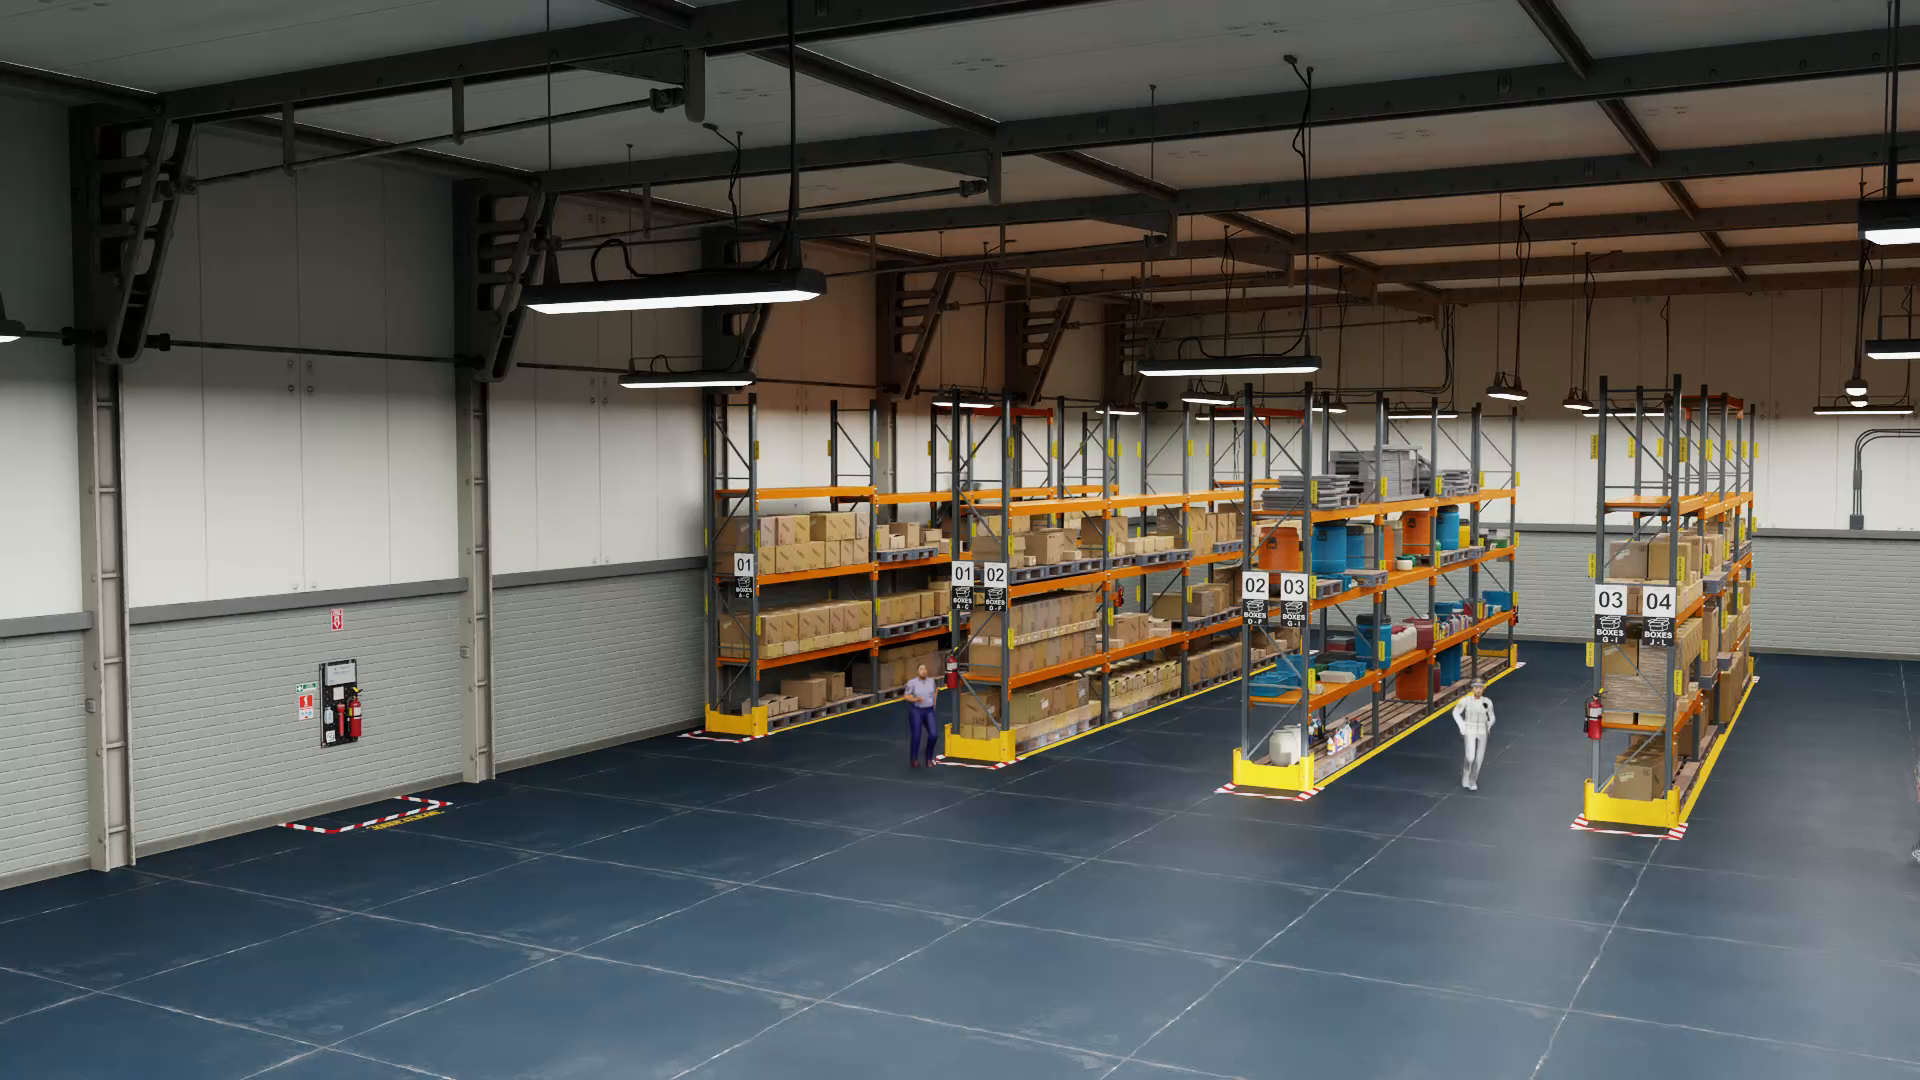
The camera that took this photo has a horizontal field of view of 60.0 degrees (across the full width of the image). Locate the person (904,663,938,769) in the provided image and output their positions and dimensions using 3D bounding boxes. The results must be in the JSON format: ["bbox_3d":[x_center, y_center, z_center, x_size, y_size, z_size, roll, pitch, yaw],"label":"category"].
[{"bbox_3d":[-0.585,2.785,26.184,0.600,1.700,0.620,-1,3,-18],"label":"person"}]

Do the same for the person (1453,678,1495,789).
[{"bbox_3d":[7.557,2.845,24.370,0.588,1.653,0.578,0,3,5],"label":"person"}]
